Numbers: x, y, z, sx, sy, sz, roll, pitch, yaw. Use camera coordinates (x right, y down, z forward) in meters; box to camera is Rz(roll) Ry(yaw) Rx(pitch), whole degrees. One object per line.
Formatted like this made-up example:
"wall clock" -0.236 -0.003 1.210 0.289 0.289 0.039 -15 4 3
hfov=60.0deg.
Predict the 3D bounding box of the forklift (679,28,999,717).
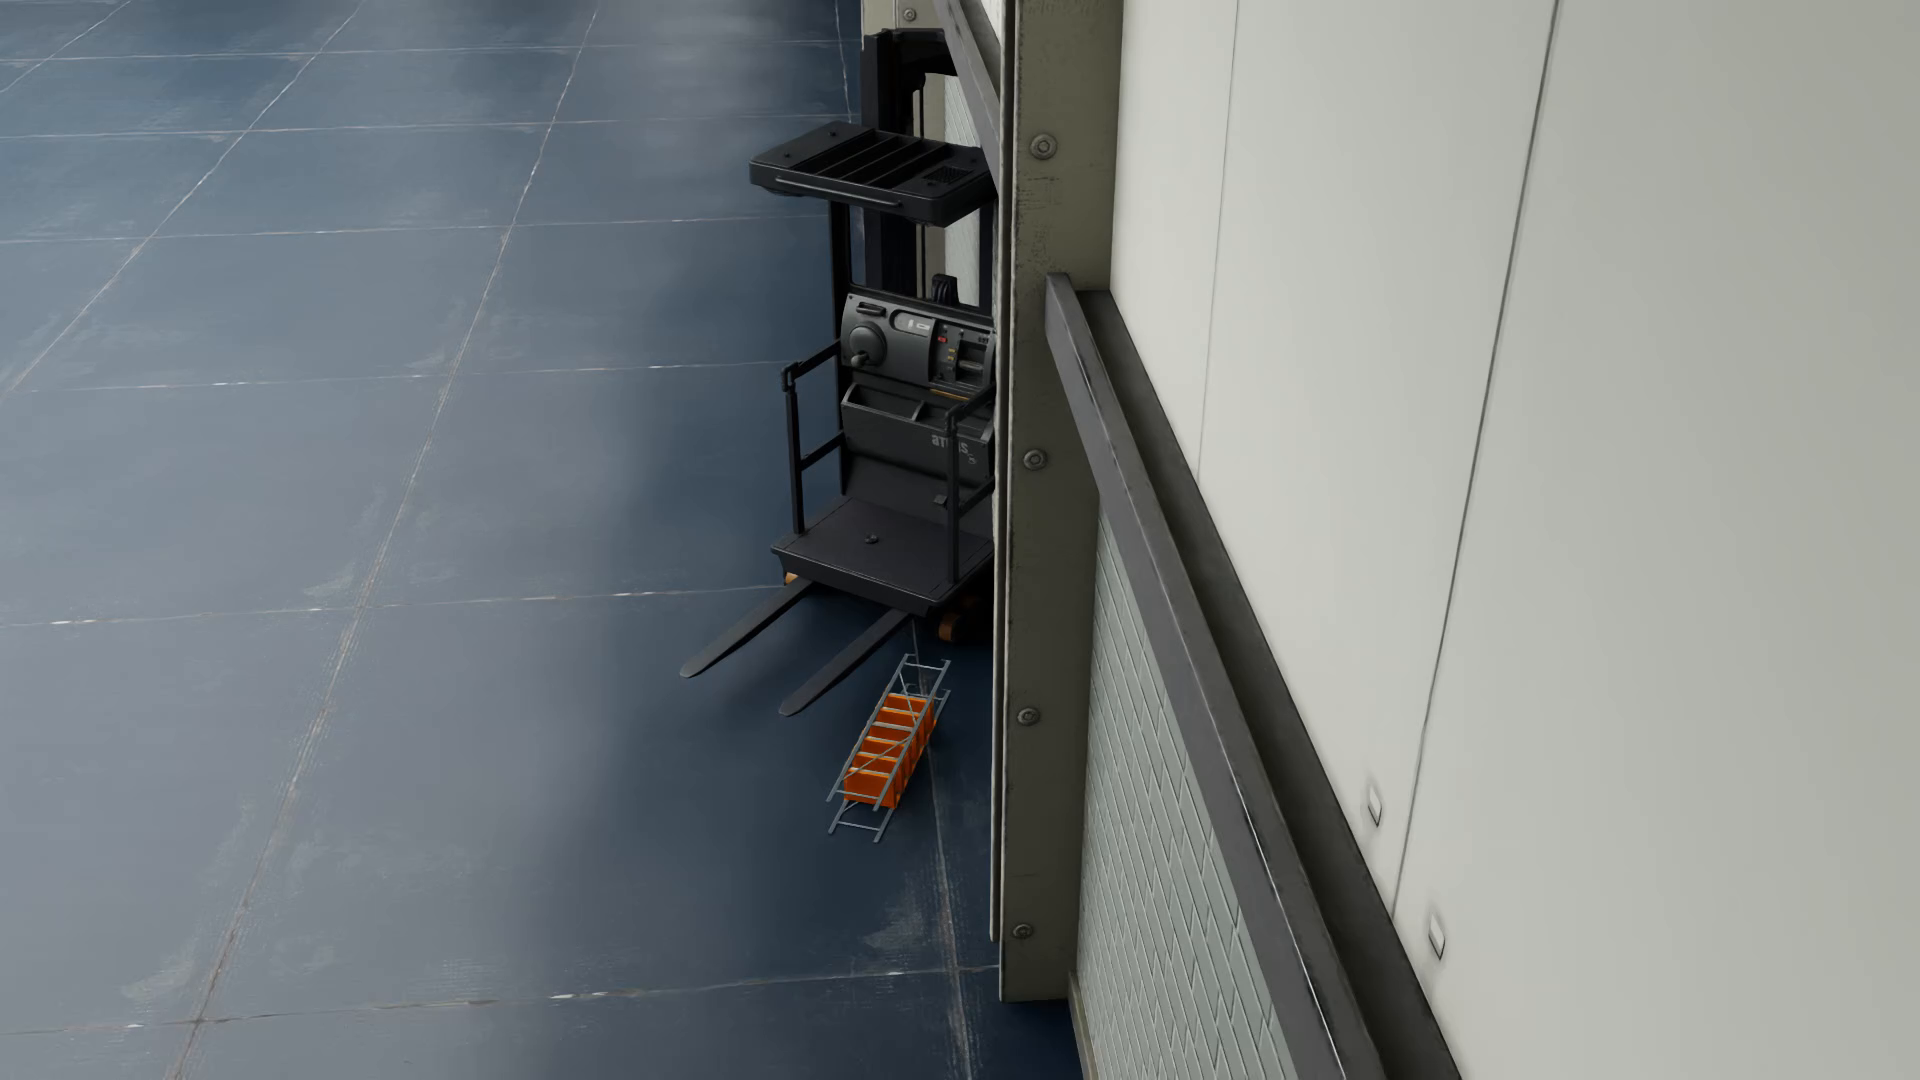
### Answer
"forklift" -0.324 -0.981 8.535 1.130 2.935 3.031 17 35 26

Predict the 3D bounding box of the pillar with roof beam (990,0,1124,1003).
"pillar with roof beam" -3.989 -1.915 4.181 9.100 9.000 0.400 -3 31 -5

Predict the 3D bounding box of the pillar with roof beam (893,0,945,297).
"pillar with roof beam" -4.549 -4.978 9.309 9.100 9.000 0.400 -3 31 -5

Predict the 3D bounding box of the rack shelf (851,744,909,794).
"rack shelf" -0.375 1.064 7.780 0.258 0.180 0.103 8 32 13

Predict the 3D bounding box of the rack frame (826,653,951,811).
"rack frame" -0.322 0.889 7.895 0.240 0.006 1.200 8 32 13

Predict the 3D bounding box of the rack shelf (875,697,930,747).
"rack shelf" -0.278 0.886 8.078 0.258 0.180 0.103 8 32 13

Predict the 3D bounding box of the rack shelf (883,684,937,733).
"rack shelf" -0.245 0.827 8.177 0.258 0.180 0.103 8 32 13

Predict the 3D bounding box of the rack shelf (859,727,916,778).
"rack shelf" -0.342 1.005 7.879 0.258 0.180 0.103 8 32 13

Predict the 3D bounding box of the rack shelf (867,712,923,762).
"rack shelf" -0.310 0.945 7.979 0.258 0.180 0.103 8 32 13

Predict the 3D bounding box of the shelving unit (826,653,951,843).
"shelving unit" -0.322 0.967 7.942 0.258 0.189 1.200 8 32 13

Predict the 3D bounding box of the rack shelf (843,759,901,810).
"rack shelf" -0.407 1.123 7.681 0.258 0.180 0.103 8 32 13

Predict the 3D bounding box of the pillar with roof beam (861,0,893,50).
"pillar with roof beam" -5.110 -8.042 14.438 9.100 9.000 0.400 -3 31 -5

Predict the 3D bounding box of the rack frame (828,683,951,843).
"rack frame" -0.322 1.046 7.989 0.240 0.006 1.200 8 32 13
